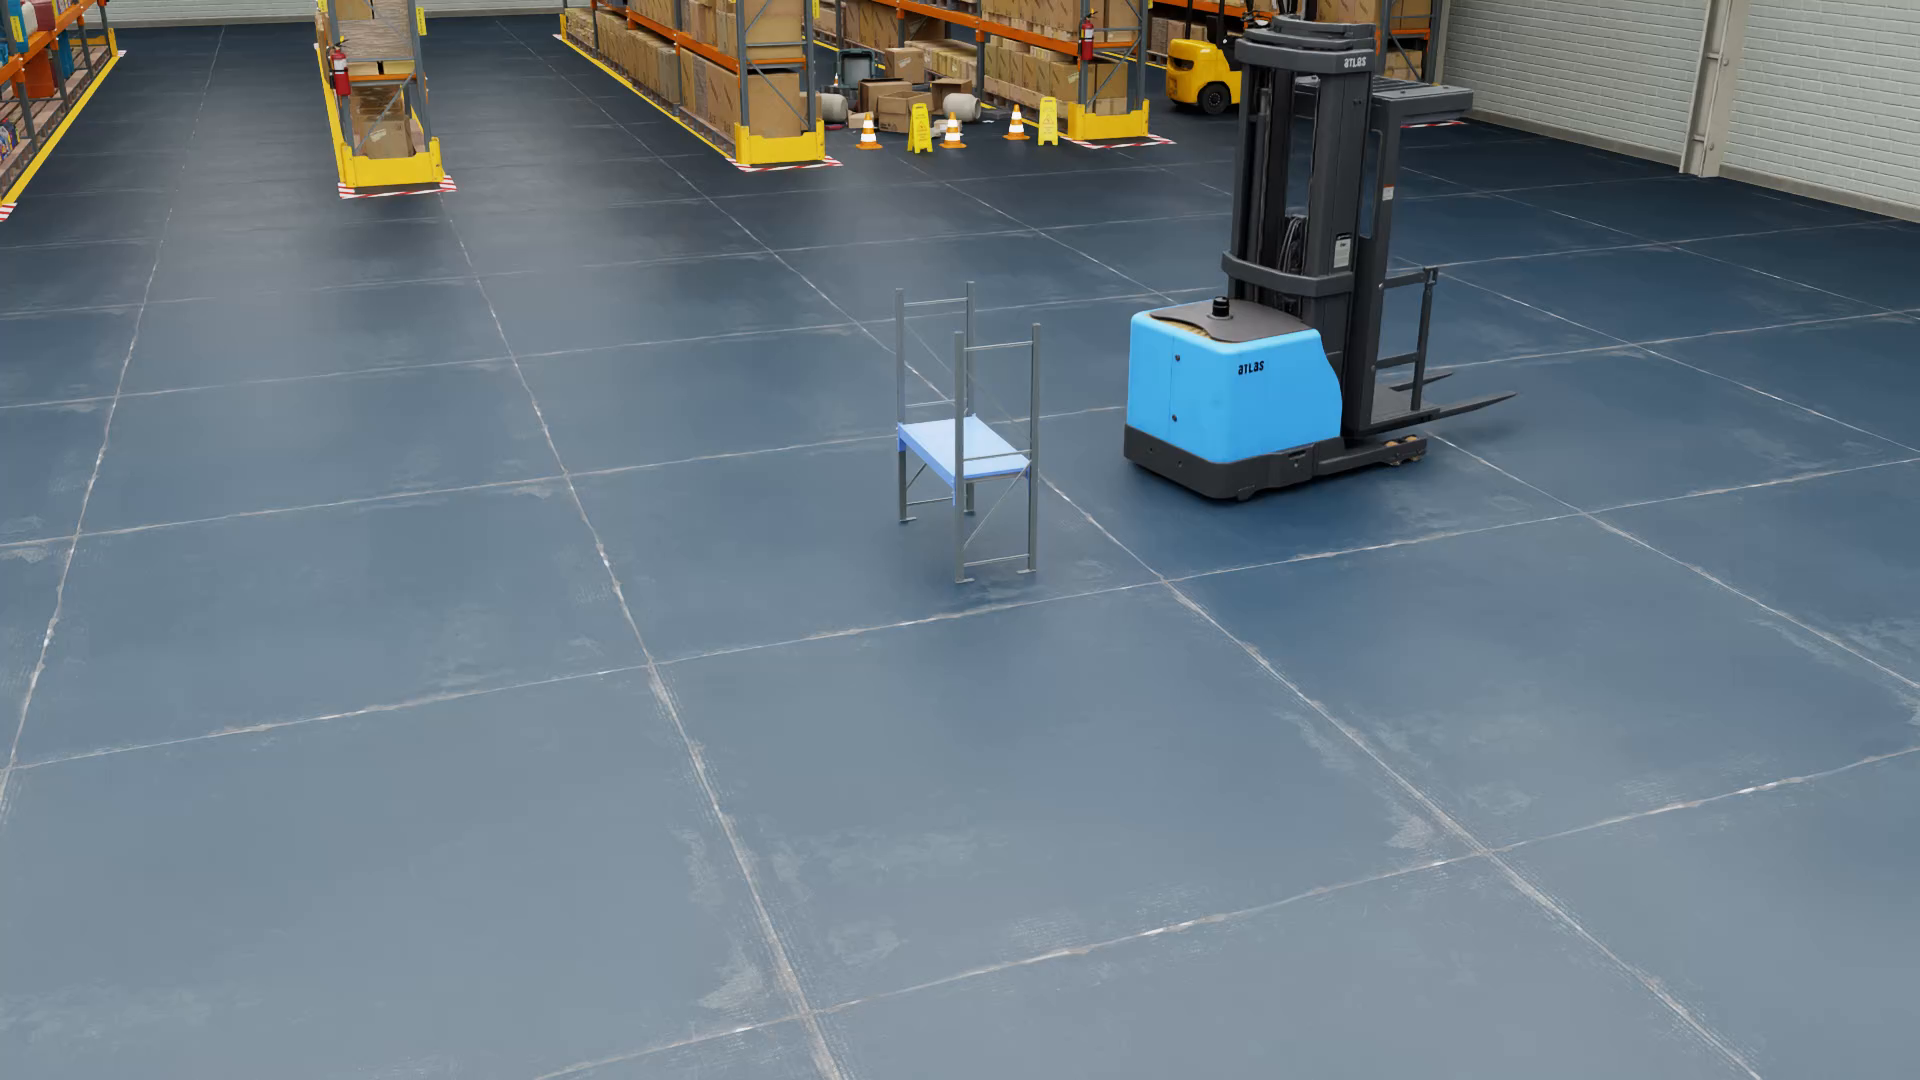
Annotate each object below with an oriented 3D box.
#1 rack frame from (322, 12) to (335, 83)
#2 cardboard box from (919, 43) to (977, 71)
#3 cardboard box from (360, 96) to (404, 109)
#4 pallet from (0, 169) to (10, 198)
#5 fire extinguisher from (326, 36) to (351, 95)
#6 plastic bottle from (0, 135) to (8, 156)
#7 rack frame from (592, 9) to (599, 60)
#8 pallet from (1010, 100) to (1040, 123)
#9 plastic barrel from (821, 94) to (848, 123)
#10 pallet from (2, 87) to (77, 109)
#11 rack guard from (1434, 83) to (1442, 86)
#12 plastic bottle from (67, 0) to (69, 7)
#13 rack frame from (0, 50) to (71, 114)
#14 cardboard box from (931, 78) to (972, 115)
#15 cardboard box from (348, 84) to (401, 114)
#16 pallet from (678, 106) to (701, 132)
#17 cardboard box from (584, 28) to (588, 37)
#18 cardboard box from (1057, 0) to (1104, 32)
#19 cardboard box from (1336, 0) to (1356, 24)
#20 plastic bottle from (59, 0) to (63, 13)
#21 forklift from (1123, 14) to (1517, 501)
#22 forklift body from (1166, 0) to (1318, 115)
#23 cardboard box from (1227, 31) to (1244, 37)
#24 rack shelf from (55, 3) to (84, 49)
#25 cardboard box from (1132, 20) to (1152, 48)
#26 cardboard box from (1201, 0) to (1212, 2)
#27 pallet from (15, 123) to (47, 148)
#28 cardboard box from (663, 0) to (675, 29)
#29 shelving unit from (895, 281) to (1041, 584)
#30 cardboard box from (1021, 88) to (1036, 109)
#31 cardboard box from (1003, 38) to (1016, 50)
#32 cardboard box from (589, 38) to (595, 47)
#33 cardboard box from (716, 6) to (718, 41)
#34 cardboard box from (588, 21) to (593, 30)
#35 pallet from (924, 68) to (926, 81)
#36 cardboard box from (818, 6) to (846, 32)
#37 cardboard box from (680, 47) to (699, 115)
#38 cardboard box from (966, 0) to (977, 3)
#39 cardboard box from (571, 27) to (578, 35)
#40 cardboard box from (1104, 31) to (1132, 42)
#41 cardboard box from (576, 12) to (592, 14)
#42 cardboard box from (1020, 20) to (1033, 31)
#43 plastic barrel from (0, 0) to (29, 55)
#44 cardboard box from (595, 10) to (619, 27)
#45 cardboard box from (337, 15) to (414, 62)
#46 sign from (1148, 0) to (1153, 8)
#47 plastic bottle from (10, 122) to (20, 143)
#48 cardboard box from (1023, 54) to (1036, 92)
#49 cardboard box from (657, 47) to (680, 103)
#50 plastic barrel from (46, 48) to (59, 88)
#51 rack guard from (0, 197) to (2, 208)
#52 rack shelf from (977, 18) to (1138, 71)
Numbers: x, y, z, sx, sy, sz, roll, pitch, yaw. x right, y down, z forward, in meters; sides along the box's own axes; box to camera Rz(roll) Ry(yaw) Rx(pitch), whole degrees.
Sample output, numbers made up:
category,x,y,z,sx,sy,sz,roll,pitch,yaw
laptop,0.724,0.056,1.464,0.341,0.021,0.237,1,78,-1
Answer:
category,x,y,z,sx,sy,sz,roll,pitch,yaw
rack frame,-9.921,-8.770,27.196,1.000,3.000,0.127,-8,24,-19
cardboard box,-0.192,-8.639,29.727,0.950,0.372,0.625,-9,24,-20
cardboard box,-7.902,-5.786,22.793,0.500,0.500,0.500,-11,25,-24
pallet,-12.082,-4.216,19.981,1.003,0.211,1.213,-8,24,-19
fire extinguisher,-7.486,-5.723,20.066,0.296,0.674,0.183,-8,24,-19
plastic bottle,-12.306,-5.065,21.353,0.097,0.271,0.097,0,23,0
rack frame,-6.659,-10.868,32.172,1.000,3.000,0.127,-8,24,-19
pallet,1.468,-6.708,25.895,1.003,0.211,1.213,-8,24,-19
plastic barrel,-1.997,-6.572,25.297,0.512,0.421,0.421,8,24,18
pallet,-14.872,-7.087,26.792,1.003,0.211,1.213,-8,24,-19
rack guard,6.827,-6.745,25.609,1.175,0.500,0.348,-8,24,-19
plastic bottle,-15.402,-9.314,28.636,0.061,0.283,0.133,-8,24,-19
rack frame,-14.555,-8.091,25.584,1.000,3.000,0.127,-8,24,-19
cardboard box,-0.132,-6.950,26.092,0.500,0.500,0.500,8,24,18
cardboard box,-8.705,-6.594,24.684,0.700,0.500,0.500,-10,25,-23
pallet,-3.637,-6.389,25.136,1.003,0.211,1.213,-8,24,-19
cardboard box,-7.286,-10.147,33.209,0.380,0.149,0.250,-9,25,-21
cardboard box,1.726,-7.566,23.827,0.500,0.500,0.500,-9,24,-20
cardboard box,6.224,-8.284,25.914,0.500,0.500,0.500,-8,24,-17
plastic bottle,-15.090,-8.939,27.756,0.152,0.276,0.135,-8,24,-19
forklift,2.644,-2.020,11.268,3.031,2.935,1.130,-14,26,-29
forklift body,4.442,-7.953,26.350,2.313,2.155,1.214,-8,24,-19
cardboard box,5.210,-8.646,29.419,0.875,0.625,0.625,-7,24,-17
rack shelf,-15.261,-8.486,27.448,1.077,0.370,4.000,-8,24,-19
cardboard box,3.642,-9.978,32.740,0.500,0.500,0.500,-8,24,-17
cardboard box,4.653,-9.804,29.841,0.500,0.250,0.500,-8,24,-19
pallet,-13.456,-5.632,23.342,1.003,0.211,1.213,-8,24,-19
cardboard box,-4.267,-8.160,25.619,0.500,0.500,0.500,-8,24,-19
shelving unit,0.030,-0.660,9.885,0.538,1.500,1.048,-8,24,-19
cardboard box,1.273,-6.785,25.486,0.500,0.250,0.500,-9,25,-21
cardboard box,0.890,-7.756,25.989,0.380,0.149,0.250,-7,24,-17
cardboard box,-7.116,-9.843,32.871,0.380,0.149,0.250,-8,24,-18
cardboard box,-2.888,-7.123,23.094,0.875,0.550,0.550,-8,24,-19
cardboard box,-7.155,-10.202,32.958,0.380,0.149,0.250,-8,24,-18
pallet,-0.376,-8.561,30.290,1.003,0.211,1.213,-8,24,-19
cardboard box,-2.502,-11.164,35.634,0.875,0.438,0.875,-9,25,-21
cardboard box,-3.676,-6.937,25.042,0.875,0.875,0.875,-8,24,-18
cardboard box,0.323,-8.903,27.295,0.380,0.149,0.250,-8,24,-18
cardboard box,-7.935,-10.685,34.870,0.380,0.149,0.250,-8,24,-18
cardboard box,2.250,-7.259,23.935,0.380,0.149,0.250,-8,24,-19
cardboard box,-7.771,-10.864,34.528,0.380,0.149,0.250,-7,24,-17
cardboard box,1.132,-7.849,25.333,0.380,0.149,0.250,-8,24,-19
plastic barrel,-12.995,-7.050,22.470,0.600,0.901,0.708,-8,24,-19
cardboard box,-6.645,-9.950,31.707,0.500,0.250,0.500,-9,25,-21
cardboard box,-7.264,-6.250,20.706,0.875,0.500,0.500,-8,24,-19
sign,2.683,-7.697,23.534,0.100,0.325,0.005,-8,24,-19
plastic bottle,-12.663,-5.459,22.270,0.061,0.283,0.133,-7,24,-16
cardboard box,1.290,-7.124,25.324,0.500,0.500,0.500,-9,24,-20
cardboard box,-4.136,-7.331,26.137,1.050,0.750,0.750,-8,24,-19
plastic barrel,-15.143,-7.759,27.360,0.600,0.588,0.708,-8,24,-19
rack guard,-11.800,-4.053,19.223,1.175,0.500,0.348,-8,24,-19
rack shelf,1.469,-7.618,25.390,1.077,0.370,4.000,-8,24,-19
